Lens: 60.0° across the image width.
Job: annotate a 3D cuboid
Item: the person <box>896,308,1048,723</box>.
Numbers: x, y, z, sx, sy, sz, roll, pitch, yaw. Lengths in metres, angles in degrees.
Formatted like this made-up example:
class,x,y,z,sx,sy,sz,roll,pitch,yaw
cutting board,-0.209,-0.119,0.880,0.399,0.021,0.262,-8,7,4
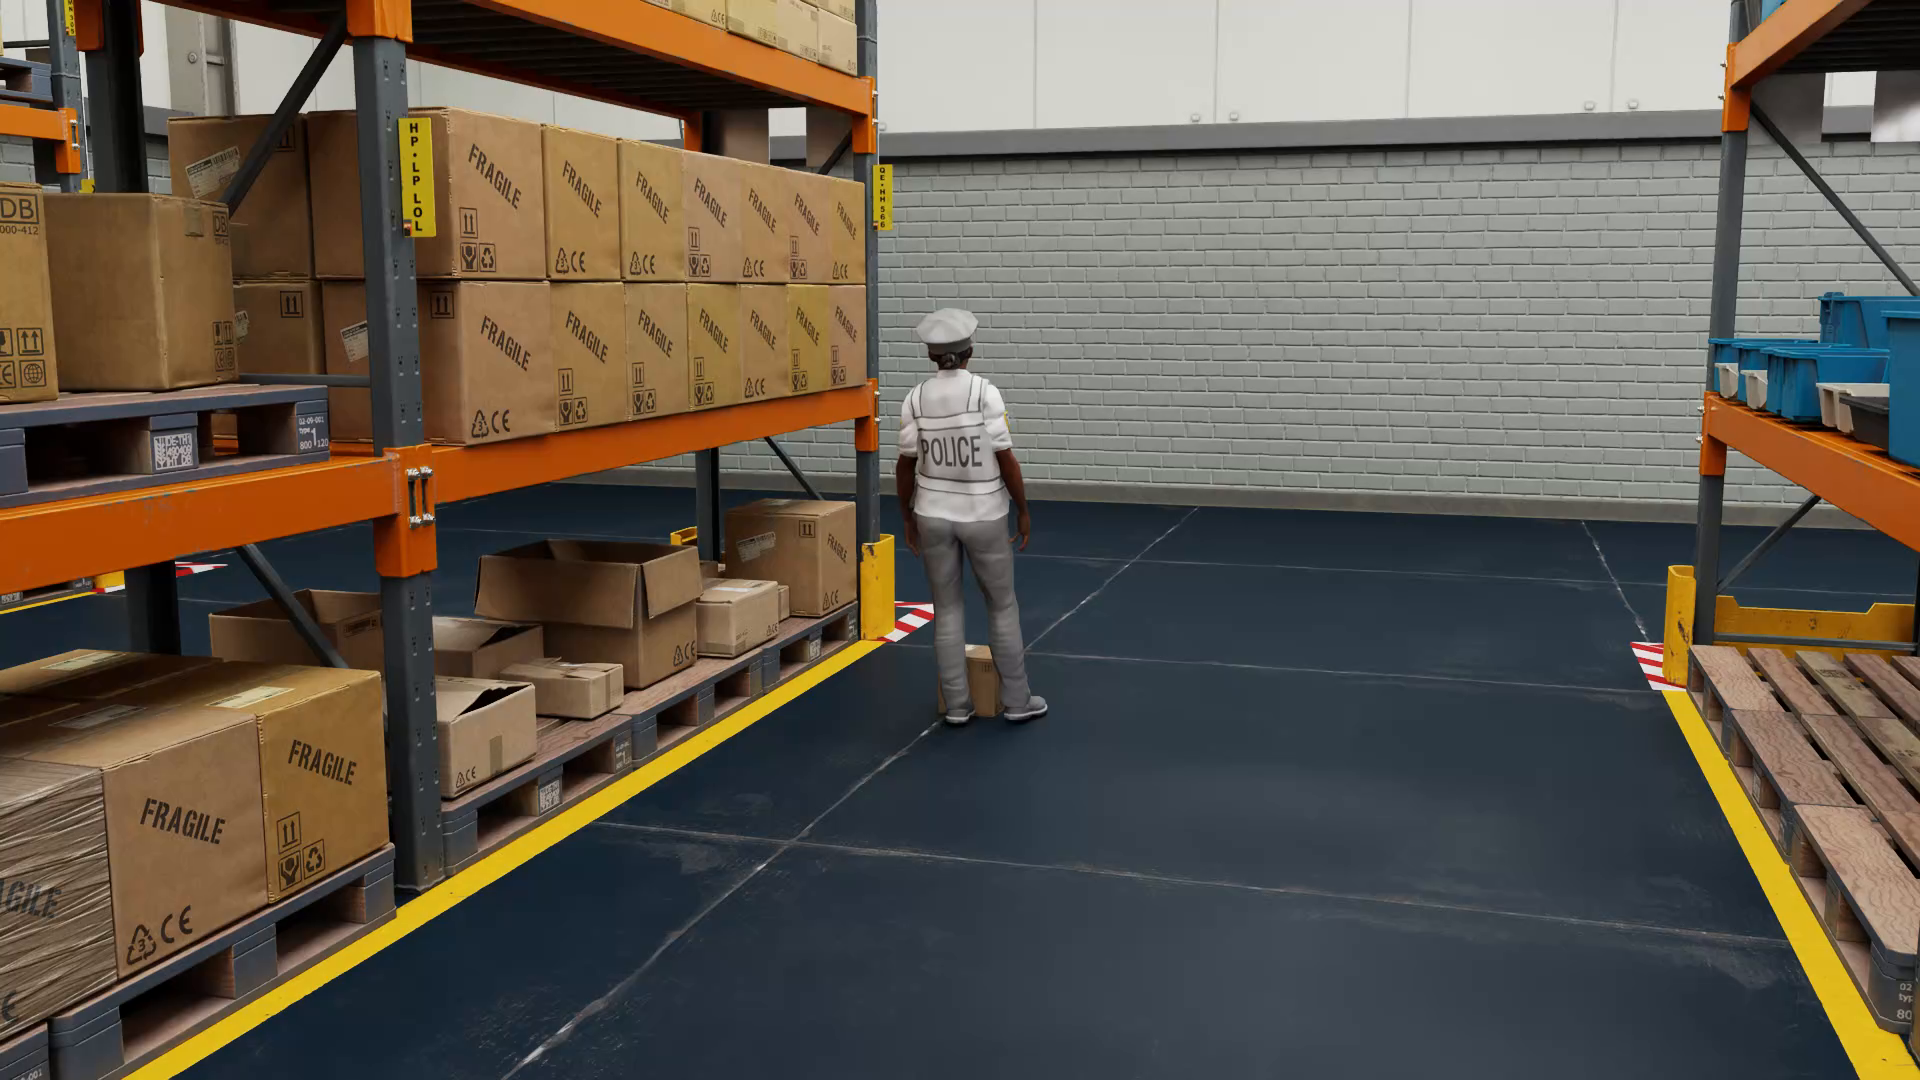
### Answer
class,x,y,z,sx,sy,sz,roll,pitch,yaw
person,0.042,-0.094,6.795,0.569,1.695,0.530,2,9,16
